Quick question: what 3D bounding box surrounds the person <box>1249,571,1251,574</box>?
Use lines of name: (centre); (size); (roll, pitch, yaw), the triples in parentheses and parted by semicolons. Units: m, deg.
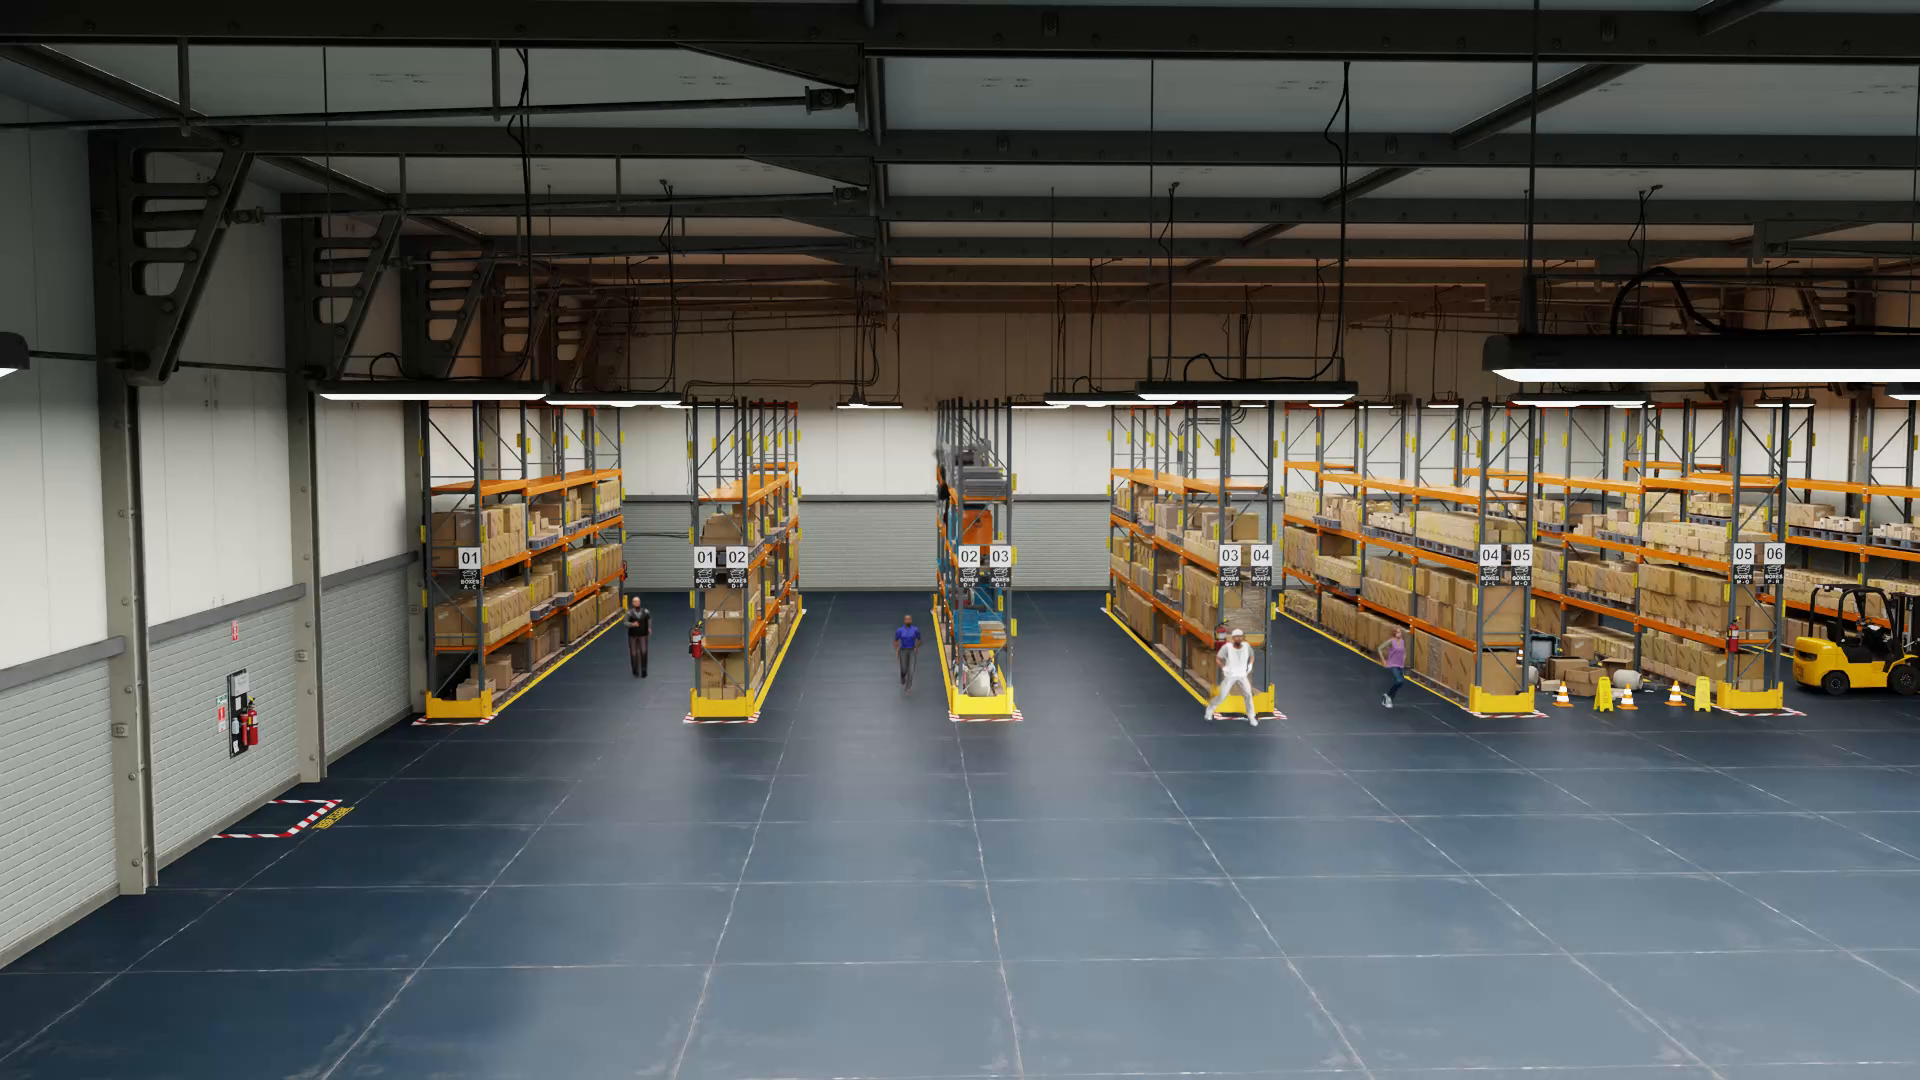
person: (7.552, 1.601, 42.878); (0.594, 1.693, 1.010); (0, 4, -4)

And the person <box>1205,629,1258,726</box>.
person: (5.000, 2.491, 30.436); (0.918, 1.744, 0.800); (-1, 5, -13)

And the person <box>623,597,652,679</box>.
person: (-6.917, 2.106, 35.745); (0.622, 1.760, 0.732); (-1, 5, -14)

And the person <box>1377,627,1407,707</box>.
person: (8.414, 2.458, 32.126); (0.529, 1.550, 0.554); (-3, 5, -33)

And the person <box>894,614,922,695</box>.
person: (-1.060, 2.314, 33.908); (0.582, 1.618, 0.578); (0, 4, -6)
